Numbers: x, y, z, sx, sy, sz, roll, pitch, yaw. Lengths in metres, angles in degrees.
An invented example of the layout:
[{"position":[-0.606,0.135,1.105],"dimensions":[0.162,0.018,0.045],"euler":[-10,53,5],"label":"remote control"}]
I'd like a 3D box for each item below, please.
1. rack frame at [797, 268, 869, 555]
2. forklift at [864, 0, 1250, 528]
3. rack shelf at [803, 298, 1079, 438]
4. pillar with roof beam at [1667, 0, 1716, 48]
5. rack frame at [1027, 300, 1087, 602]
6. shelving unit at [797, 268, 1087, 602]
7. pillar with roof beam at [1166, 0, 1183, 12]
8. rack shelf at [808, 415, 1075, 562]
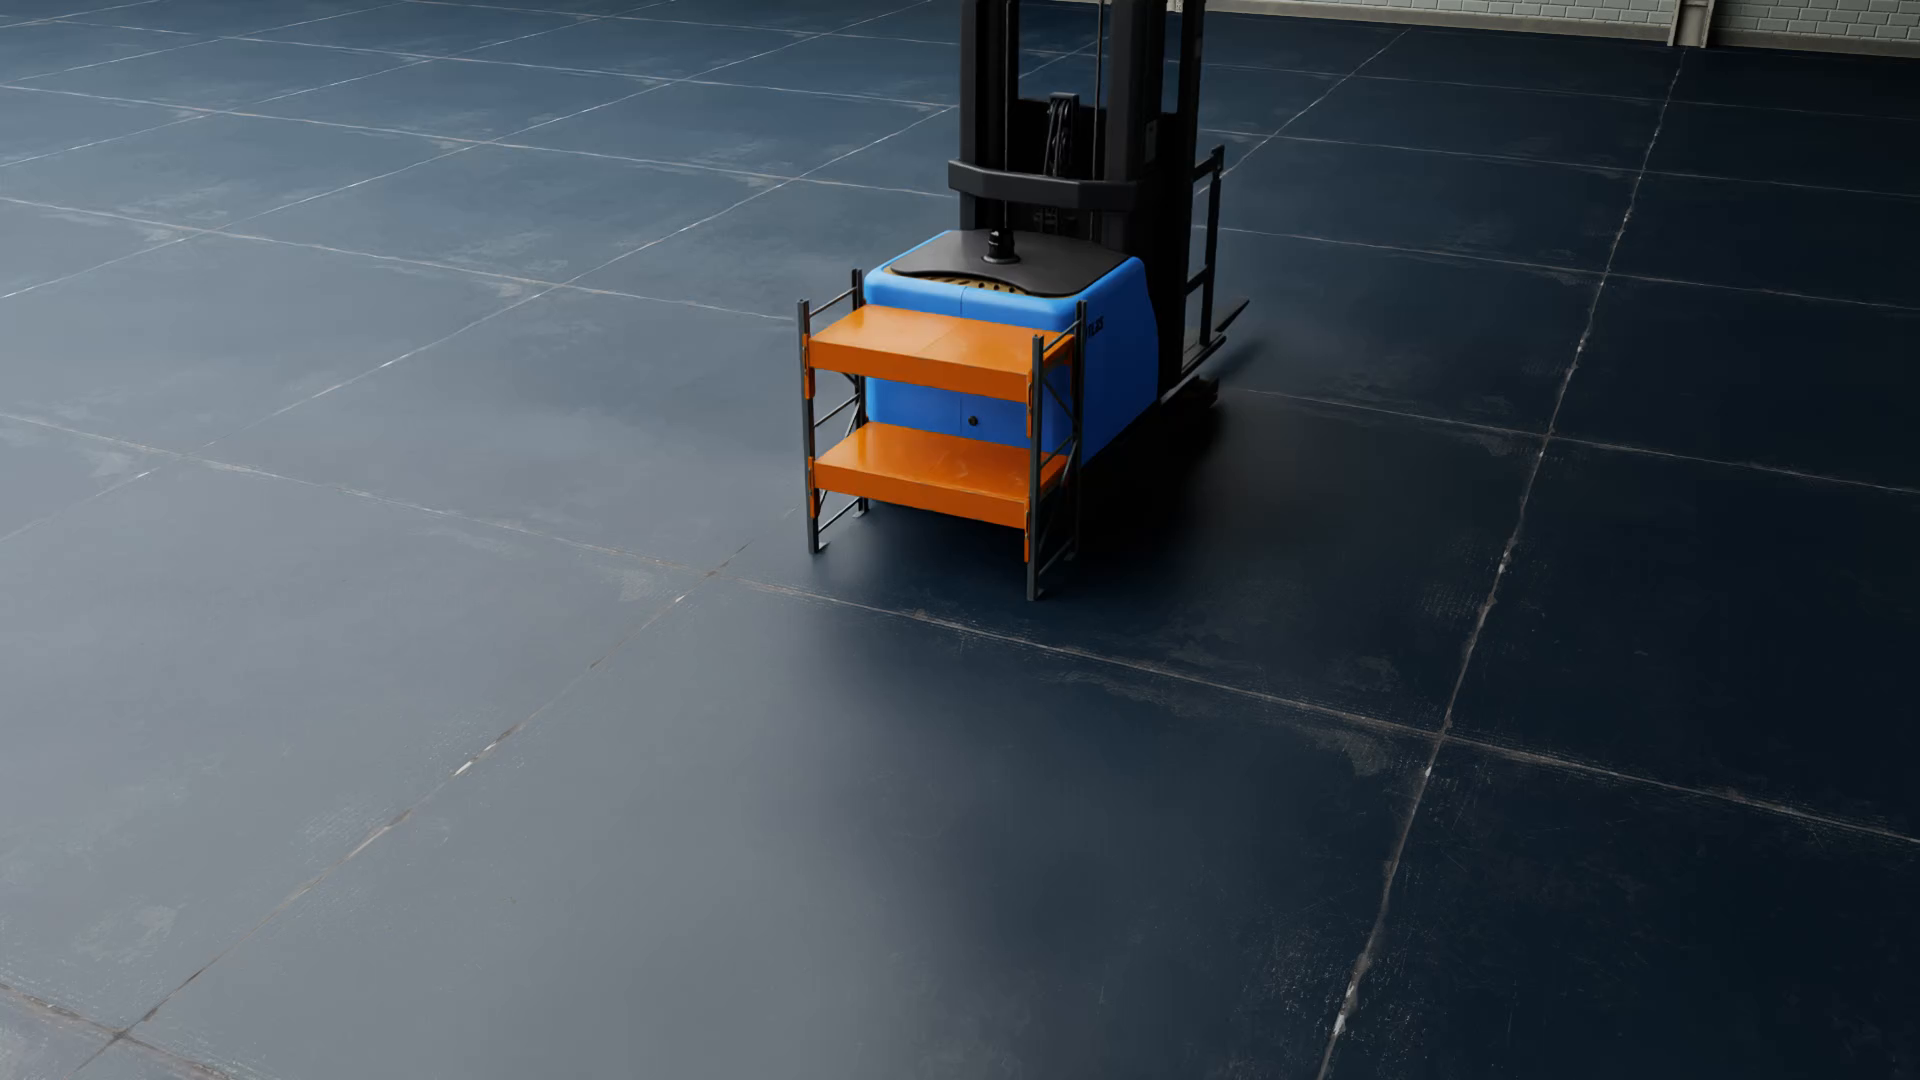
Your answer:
[{"position":[-0.532,-0.544,7.082],"dimensions":[0.032,1.125,0.500],"euler":[12,28,22],"label":"rack frame"},{"position":[0.685,-1.985,7.964],"dimensions":[1.130,2.935,3.031],"euler":[13,29,24],"label":"forklift"},{"position":[-0.071,-0.713,6.761],"dimensions":[1.000,0.278,0.538],"euler":[12,28,22],"label":"rack shelf"},{"position":[6.251,-7.778,12.860],"dimensions":[0.400,9.000,9.100],"euler":[11,28,22],"label":"pillar with roof beam"},{"position":[0.390,-0.356,6.699],"dimensions":[0.032,1.125,0.500],"euler":[12,28,22],"label":"rack frame"},{"position":[-0.071,-0.450,6.890],"dimensions":[1.048,1.125,0.538],"euler":[12,28,22],"label":"shelving unit"},{"position":[0.789,-8.875,15.088],"dimensions":[0.400,9.000,9.100],"euler":[11,28,22],"label":"pillar with roof beam"},{"position":[-0.071,-0.231,6.998],"dimensions":[1.000,0.278,0.538],"euler":[12,28,22],"label":"rack shelf"}]
